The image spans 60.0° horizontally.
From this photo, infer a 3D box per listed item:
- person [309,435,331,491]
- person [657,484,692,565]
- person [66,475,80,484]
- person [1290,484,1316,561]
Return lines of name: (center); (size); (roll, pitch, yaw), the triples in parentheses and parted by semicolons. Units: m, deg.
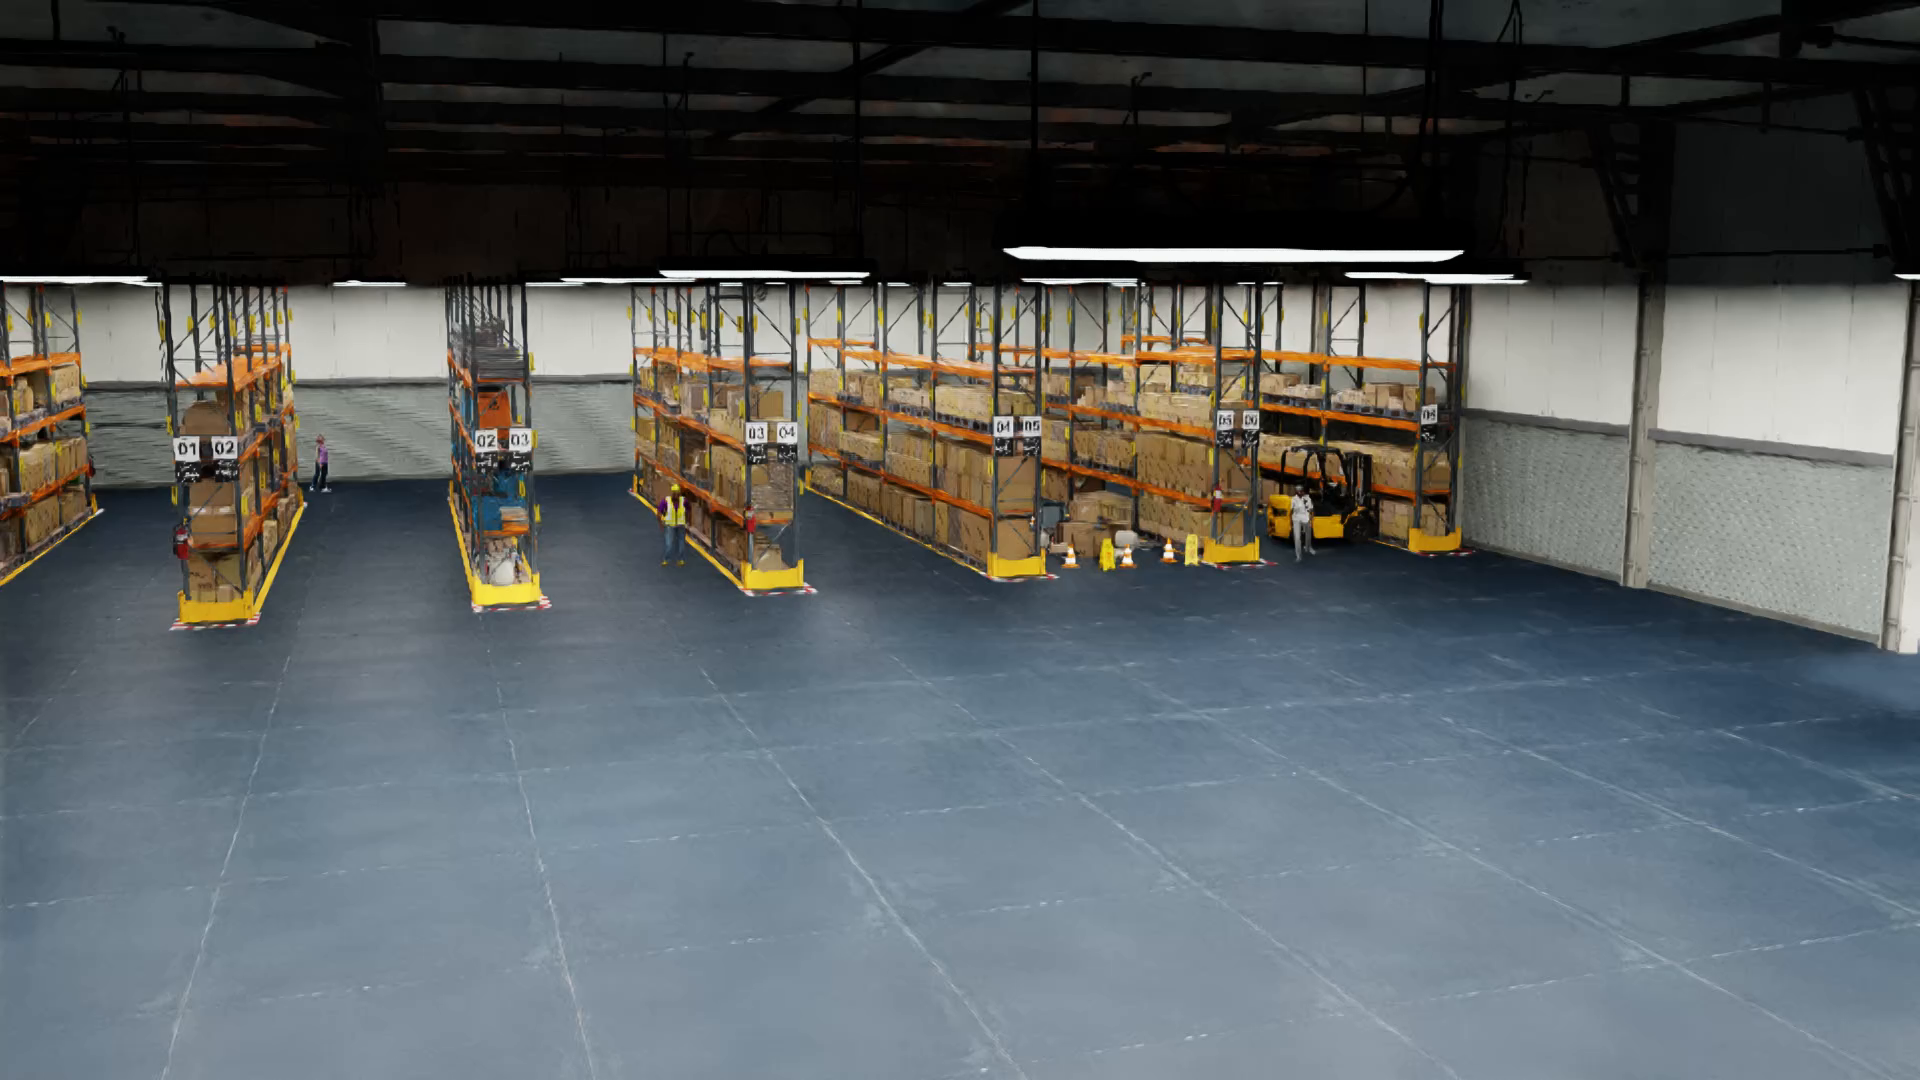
person: (-18.246, -2.181, 47.255); (0.426, 1.594, 0.586); (3, 9, 17)
person: (-5.923, -0.313, 34.527); (0.719, 1.714, 0.578); (-3, 9, -20)
person: (-23.388, -1.746, 43.643); (0.463, 1.780, 0.701); (1, 9, 9)
person: (7.299, -0.417, 35.376); (0.560, 1.634, 0.880); (2, 9, 13)
